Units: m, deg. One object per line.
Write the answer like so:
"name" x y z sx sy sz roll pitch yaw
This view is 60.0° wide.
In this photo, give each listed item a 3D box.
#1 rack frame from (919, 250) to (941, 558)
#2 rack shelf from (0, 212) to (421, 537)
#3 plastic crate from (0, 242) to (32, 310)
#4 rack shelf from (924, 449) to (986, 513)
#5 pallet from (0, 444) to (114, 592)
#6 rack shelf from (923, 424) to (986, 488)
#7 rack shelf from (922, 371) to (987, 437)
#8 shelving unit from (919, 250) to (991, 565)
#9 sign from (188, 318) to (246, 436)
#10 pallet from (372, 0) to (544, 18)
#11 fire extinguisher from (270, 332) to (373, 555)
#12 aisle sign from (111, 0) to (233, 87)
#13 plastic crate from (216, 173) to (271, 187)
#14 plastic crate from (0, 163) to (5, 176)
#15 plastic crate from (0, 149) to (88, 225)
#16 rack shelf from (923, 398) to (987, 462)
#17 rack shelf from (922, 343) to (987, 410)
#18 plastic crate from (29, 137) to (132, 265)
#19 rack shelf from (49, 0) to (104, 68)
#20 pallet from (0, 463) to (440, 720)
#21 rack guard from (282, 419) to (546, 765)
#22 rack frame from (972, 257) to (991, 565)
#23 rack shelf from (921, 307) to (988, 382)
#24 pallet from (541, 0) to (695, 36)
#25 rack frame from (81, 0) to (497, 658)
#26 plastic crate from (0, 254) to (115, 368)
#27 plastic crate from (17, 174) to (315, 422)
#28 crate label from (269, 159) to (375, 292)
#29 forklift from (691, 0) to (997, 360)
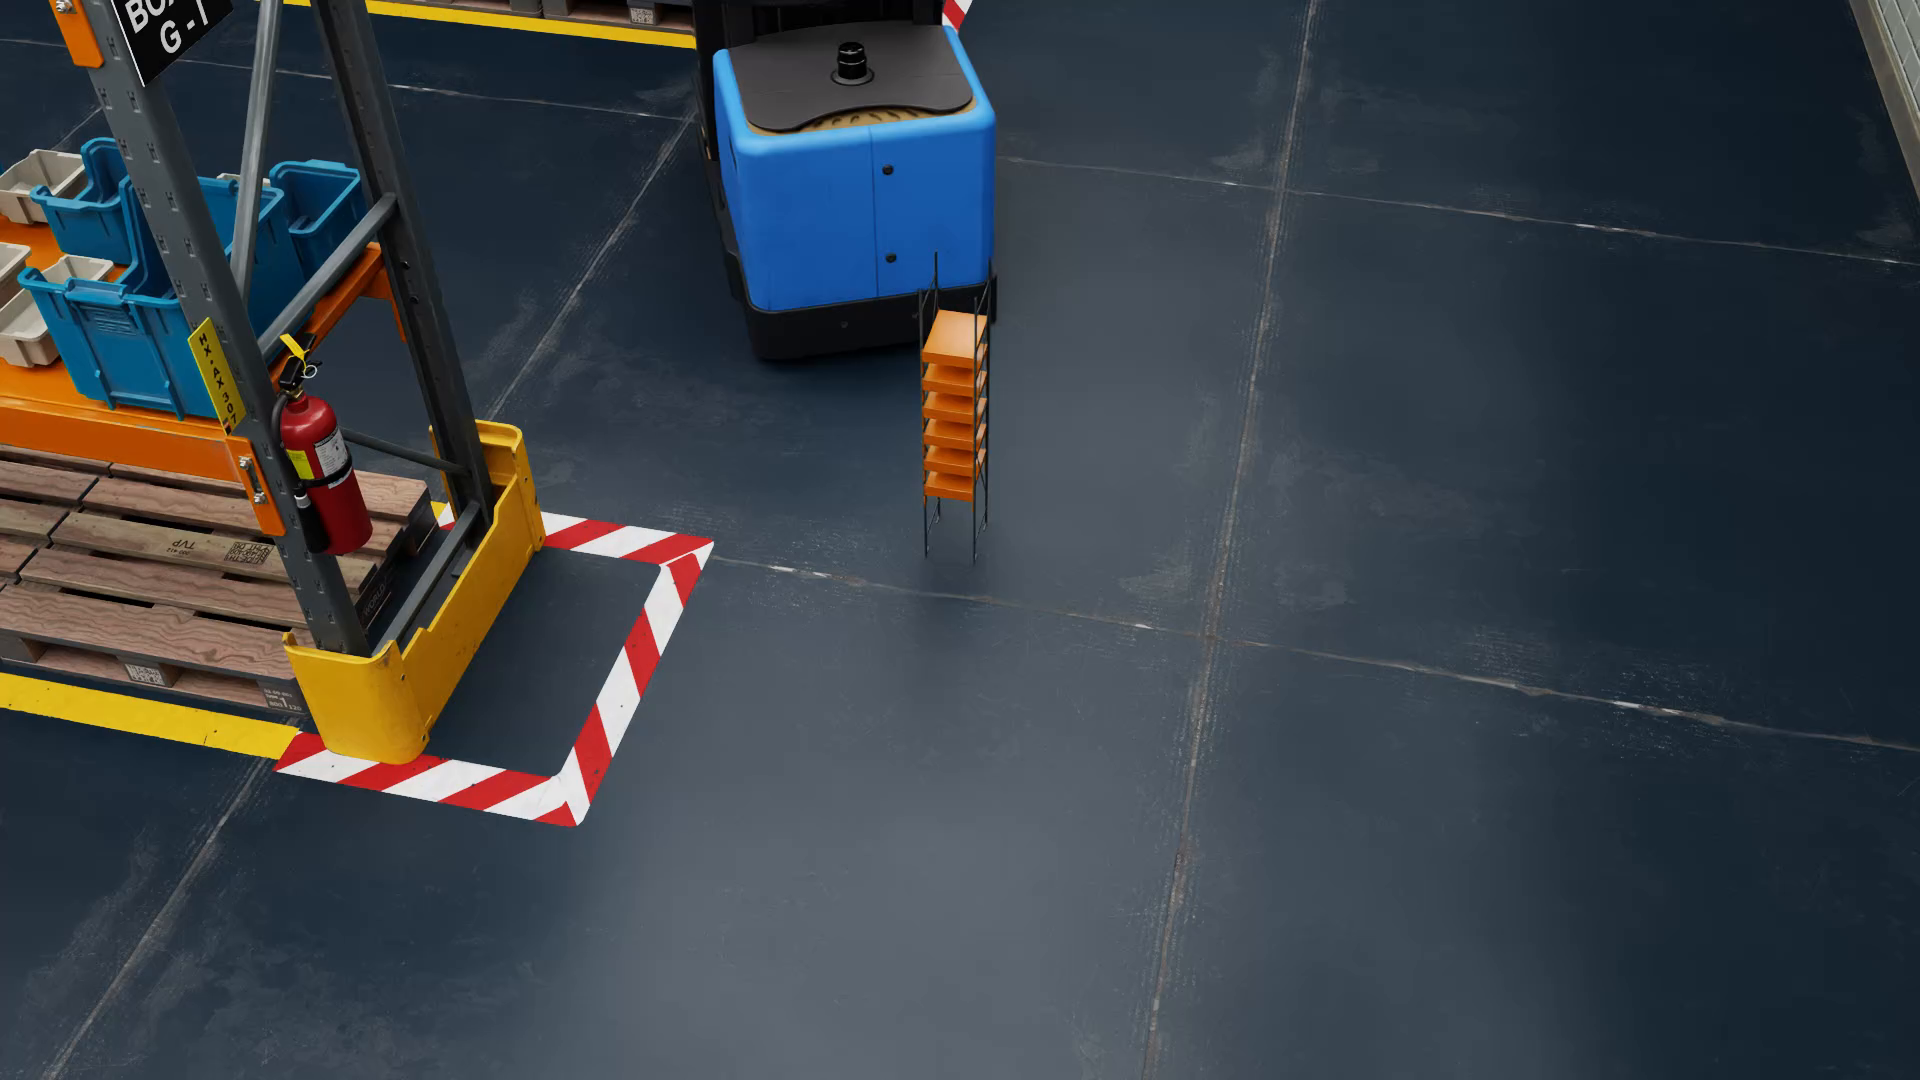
"rack frame" -0.103 -0.448 5.851 0.006 1.200 0.240 9 45 9
"rack shelf" -3.818 -0.791 5.427 4.000 0.370 1.077 9 45 9
"plastic crate" -2.982 -0.728 4.990 0.243 0.136 0.396 9 45 9
"rack shelf" -0.014 -0.230 6.033 0.180 0.103 0.258 9 45 9
"pallet" -3.850 -0.080 6.180 1.213 0.211 1.003 9 45 9
"rack shelf" -0.014 -0.316 5.950 0.180 0.103 0.258 9 45 9
"rack shelf" -0.014 -0.489 5.784 0.180 0.103 0.258 9 45 9
"shelving unit" -0.014 -0.434 5.836 0.189 1.200 0.258 9 45 9
"sign" -1.971 -0.431 4.417 0.005 0.325 0.100 9 45 9
"pallet" -2.821 -3.412 9.642 1.213 0.211 1.003 9 45 9
"fire extinguisher" -1.819 -0.254 4.676 0.183 0.674 0.296 9 45 9
"aisle sign" -1.860 -1.474 3.744 0.004 0.787 0.394 9 45 9
"plastic crate" -2.331 -1.038 5.313 0.298 0.136 0.250 9 45 9
"plastic crate" -3.321 -1.168 5.378 0.300 0.233 0.416 9 45 9
"plastic crate" -2.993 -1.141 5.419 0.298 0.136 0.250 9 45 9
"rack shelf" -0.014 -0.402 5.867 0.180 0.103 0.258 9 45 9
"rack shelf" -0.014 -0.575 5.701 0.180 0.103 0.258 9 45 9
"plastic crate" -2.678 -1.068 5.274 0.300 0.233 0.416 9 45 9
"rack shelf" -3.818 -1.871 4.387 4.000 0.370 1.077 9 45 9
"pallet" -2.663 0.107 5.987 1.213 0.211 1.003 9 45 9
"rack guard" -1.840 0.149 5.735 0.348 0.500 1.175 9 45 9
"rack frame" 0.075 -0.421 5.822 0.006 1.200 0.240 9 45 9
"rack shelf" -0.014 -0.662 5.617 0.180 0.103 0.258 9 45 9
"pallet" -1.634 -3.225 9.449 1.213 0.211 1.003 9 45 9
"rack frame" -1.867 -0.747 4.863 0.127 3.000 1.000 9 45 9
"plastic crate" -2.702 -0.674 4.935 0.243 0.136 0.396 9 45 9
"plastic crate" -2.234 -0.706 4.751 0.499 0.435 0.616 9 45 9
"crate label" -2.036 -0.968 5.171 0.303 0.233 0.416 9 45 9
"forklift" -0.675 -2.843 7.090 1.130 2.935 3.031 -9 45 -9
